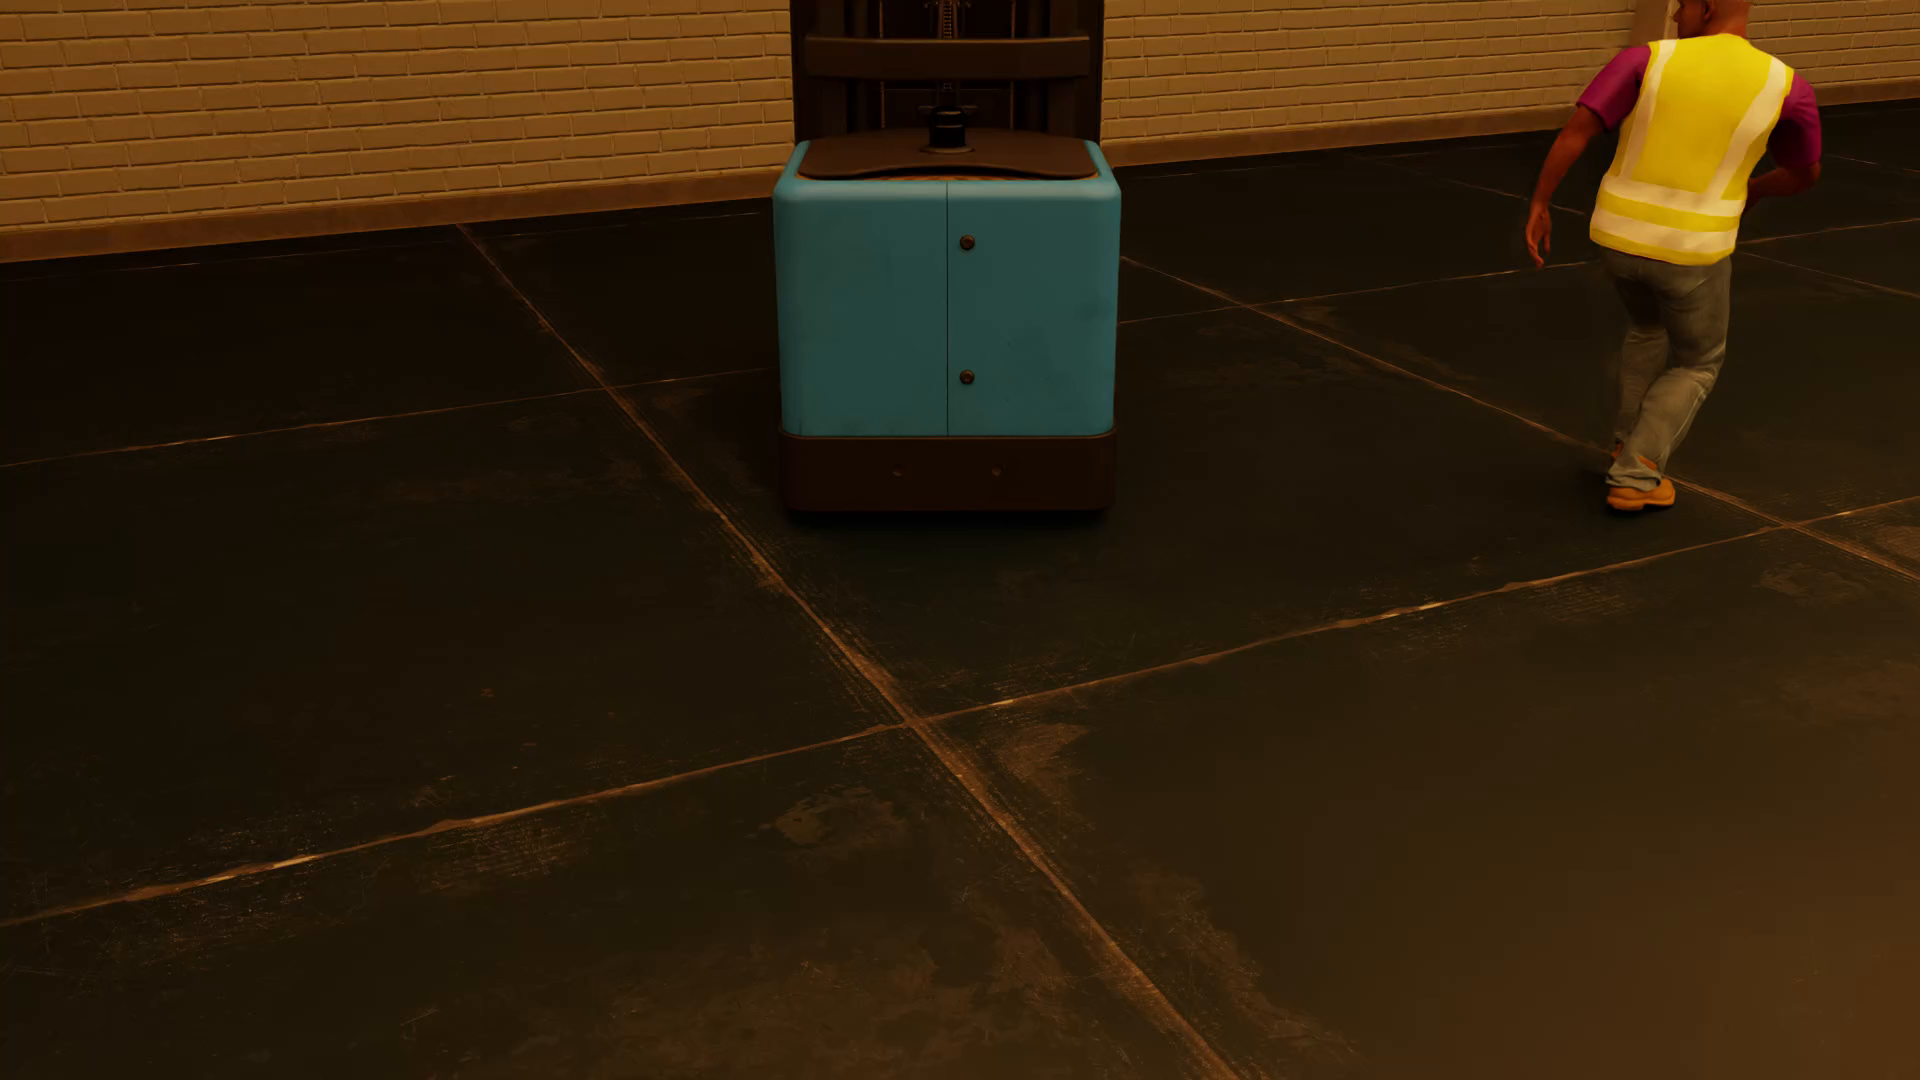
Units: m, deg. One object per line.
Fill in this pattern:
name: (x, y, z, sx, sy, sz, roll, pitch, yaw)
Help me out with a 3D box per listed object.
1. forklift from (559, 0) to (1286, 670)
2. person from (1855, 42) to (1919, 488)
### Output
forklift: (-0.401, -1.536, 4.983, 1.130, 2.935, 3.031, -15, 27, -32)
person: (3.259, -1.064, 5.383, 0.443, 1.761, 0.632, -4, 23, -10)
